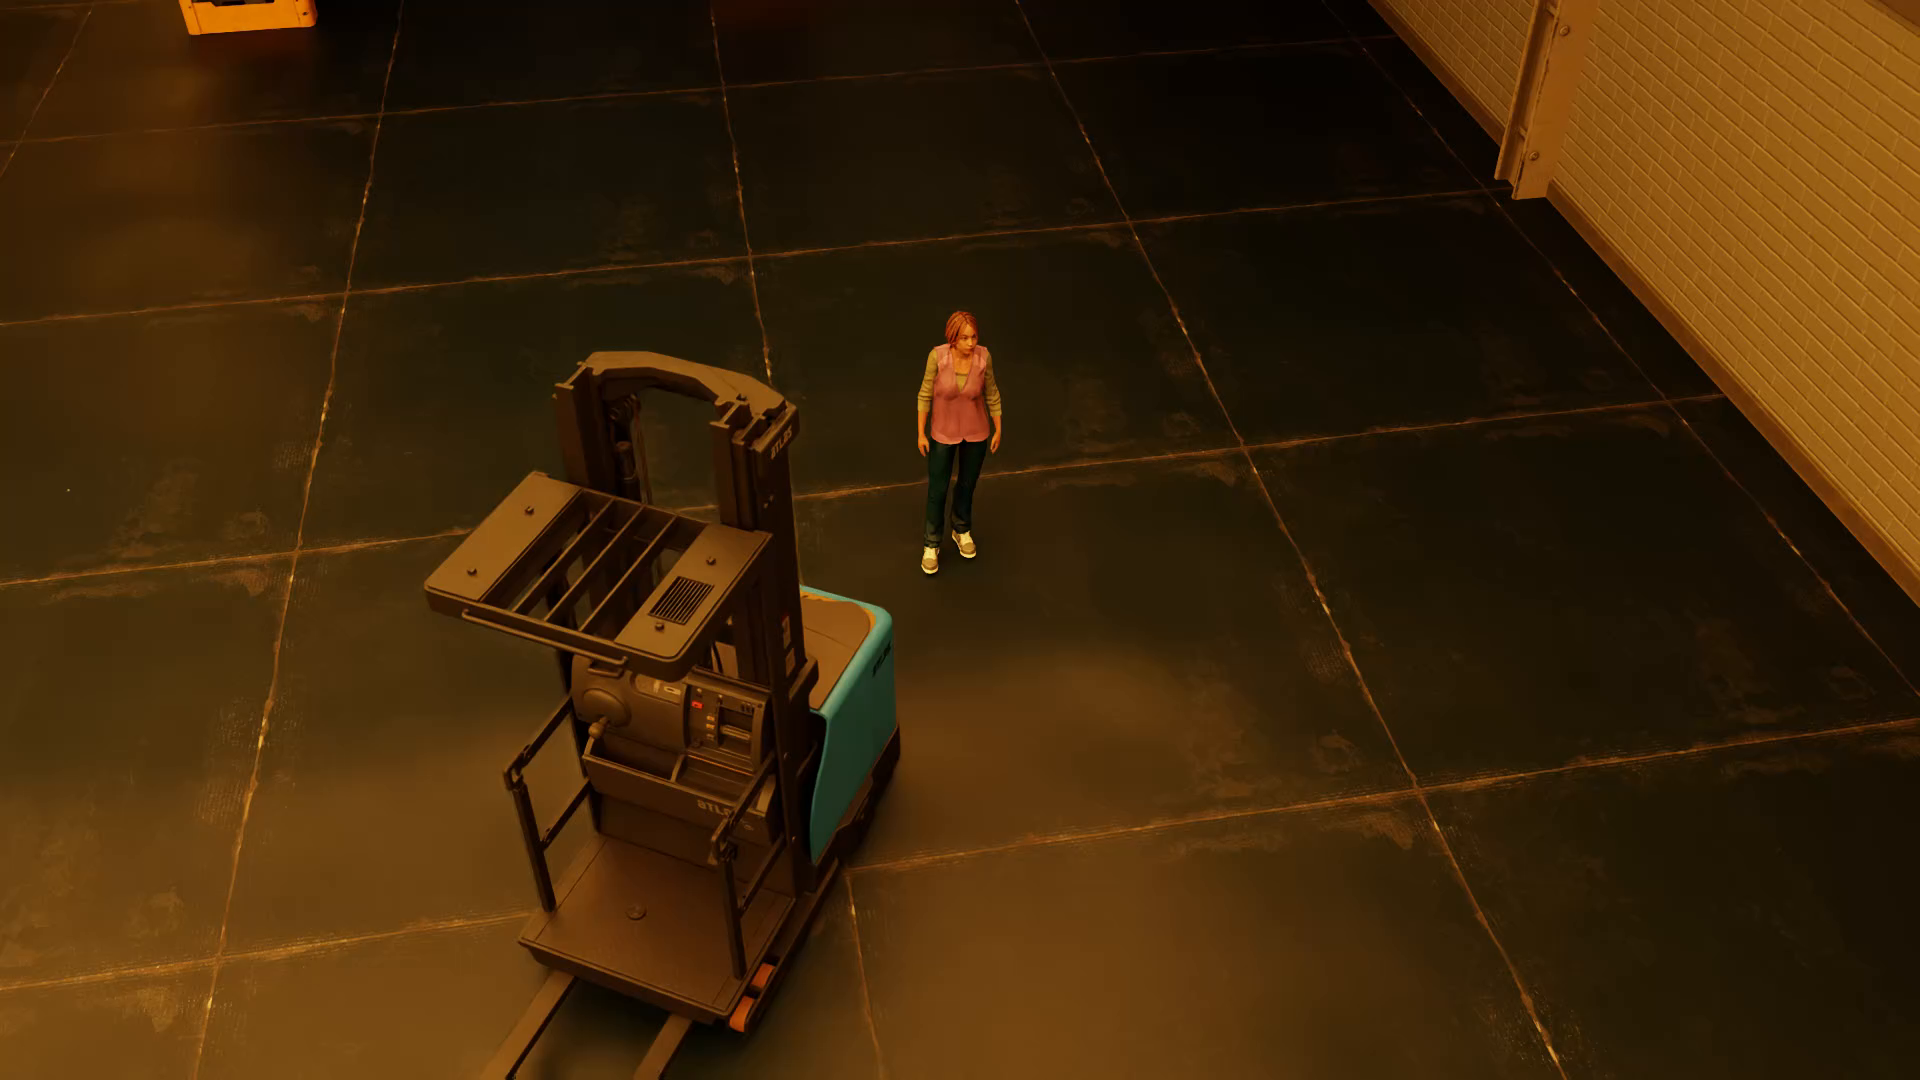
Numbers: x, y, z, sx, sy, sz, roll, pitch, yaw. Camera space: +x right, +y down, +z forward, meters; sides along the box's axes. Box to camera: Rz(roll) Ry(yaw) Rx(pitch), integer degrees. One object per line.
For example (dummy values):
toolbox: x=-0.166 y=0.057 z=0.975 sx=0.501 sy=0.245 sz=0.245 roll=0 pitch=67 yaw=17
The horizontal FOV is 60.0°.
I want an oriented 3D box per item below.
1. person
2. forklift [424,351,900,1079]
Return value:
person: x=-0.001 y=-0.565 z=9.640 sx=0.520 sy=1.599 sz=0.473 roll=-7 pitch=41 yaw=-8
forklift: x=-1.335 y=0.811 z=7.002 sx=1.130 sy=2.935 sz=3.031 roll=15 pitch=42 yaw=17
